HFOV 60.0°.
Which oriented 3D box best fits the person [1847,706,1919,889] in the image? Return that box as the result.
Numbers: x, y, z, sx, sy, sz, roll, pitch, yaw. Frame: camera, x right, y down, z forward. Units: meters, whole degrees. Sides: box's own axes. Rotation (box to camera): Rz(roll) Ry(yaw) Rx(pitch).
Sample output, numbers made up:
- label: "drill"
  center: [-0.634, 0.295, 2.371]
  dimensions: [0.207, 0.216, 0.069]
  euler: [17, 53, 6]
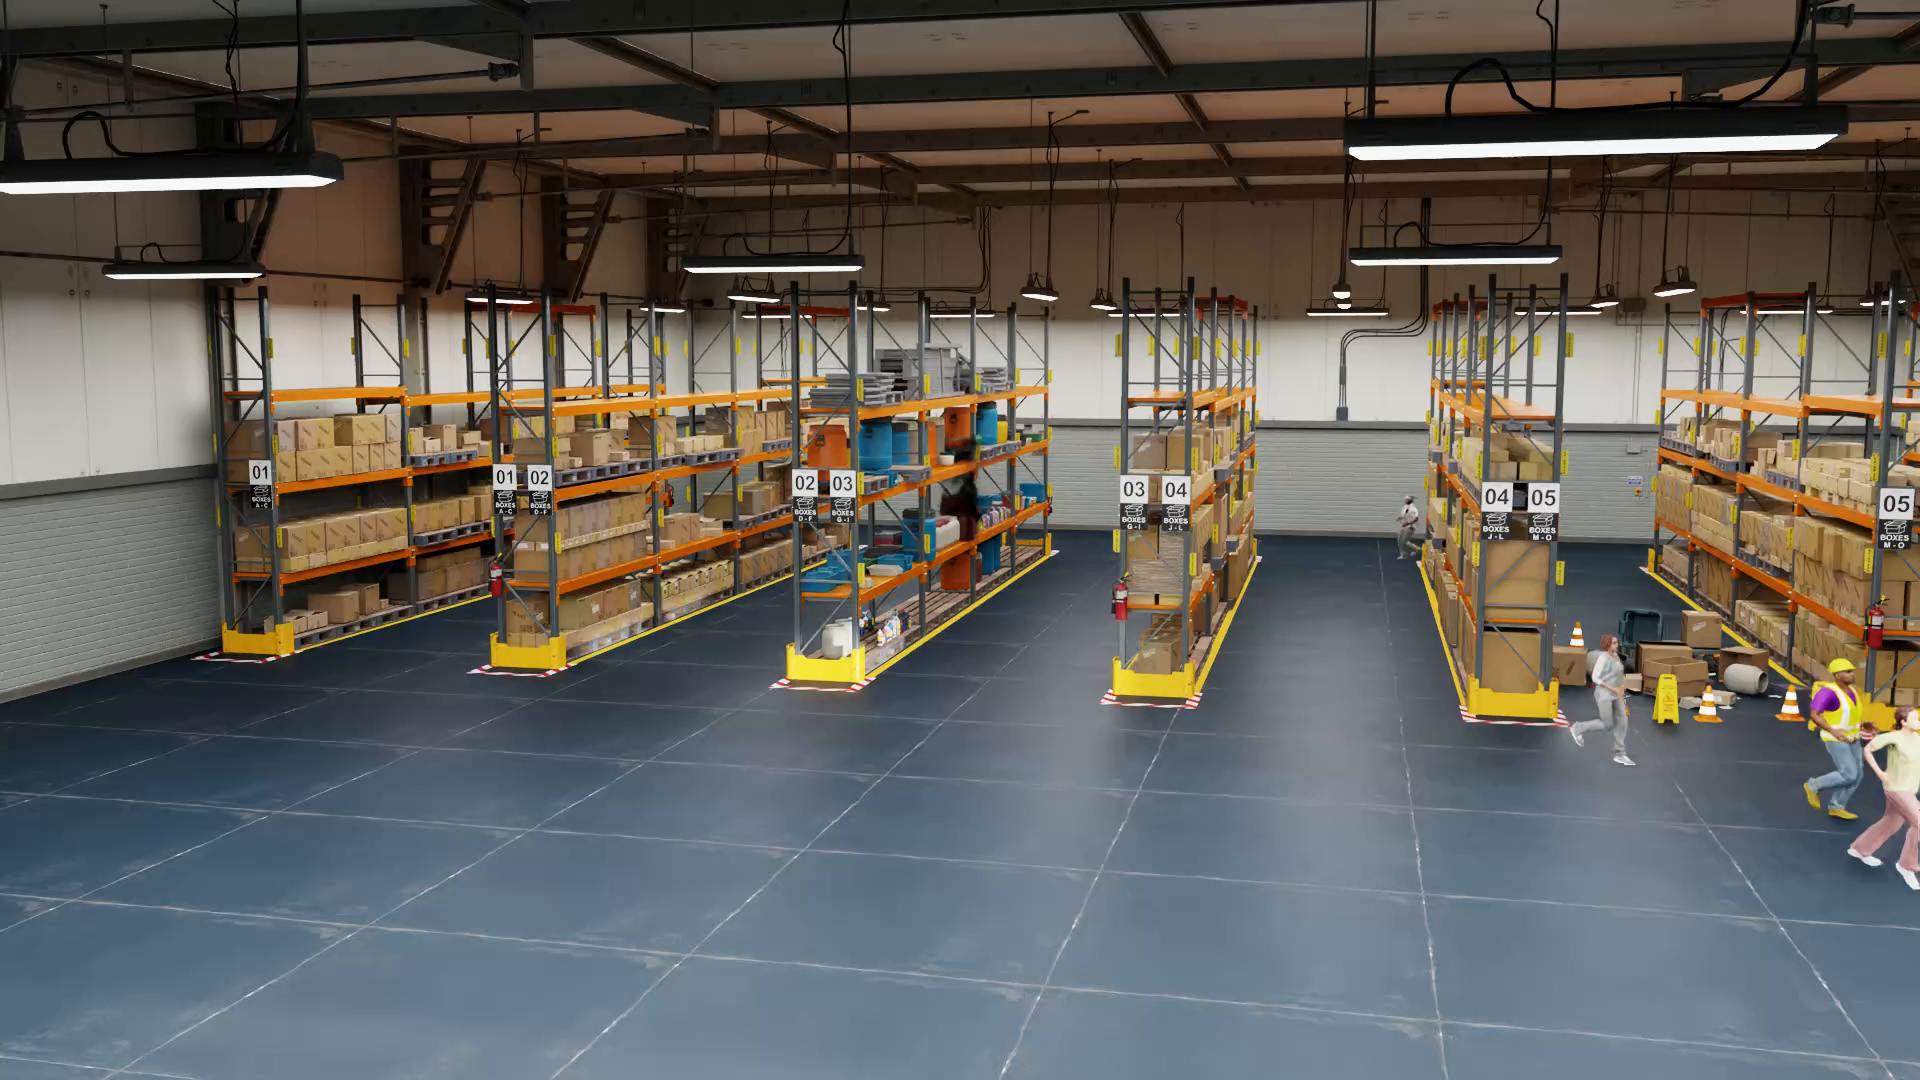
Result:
- label: "person"
  center: [8.848, 2.389, 15.743]
  dimensions: [0.556, 1.708, 0.787]
  euler: [-4, 8, -33]

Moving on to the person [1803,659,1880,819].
- label: "person"
  center: [9.396, 2.116, 17.751]
  dimensions: [0.698, 1.718, 0.606]
  euler: [-4, 8, -34]

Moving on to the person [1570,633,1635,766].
- label: "person"
  center: [7.843, 1.915, 20.198]
  dimensions: [0.546, 1.585, 0.815]
  euler: [-6, 9, -42]

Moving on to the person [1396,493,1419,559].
- label: "person"
  center: [10.676, -0.314, 39.490]
  dimensions: [0.573, 1.617, 0.590]
  euler: [-1, 7, -6]
